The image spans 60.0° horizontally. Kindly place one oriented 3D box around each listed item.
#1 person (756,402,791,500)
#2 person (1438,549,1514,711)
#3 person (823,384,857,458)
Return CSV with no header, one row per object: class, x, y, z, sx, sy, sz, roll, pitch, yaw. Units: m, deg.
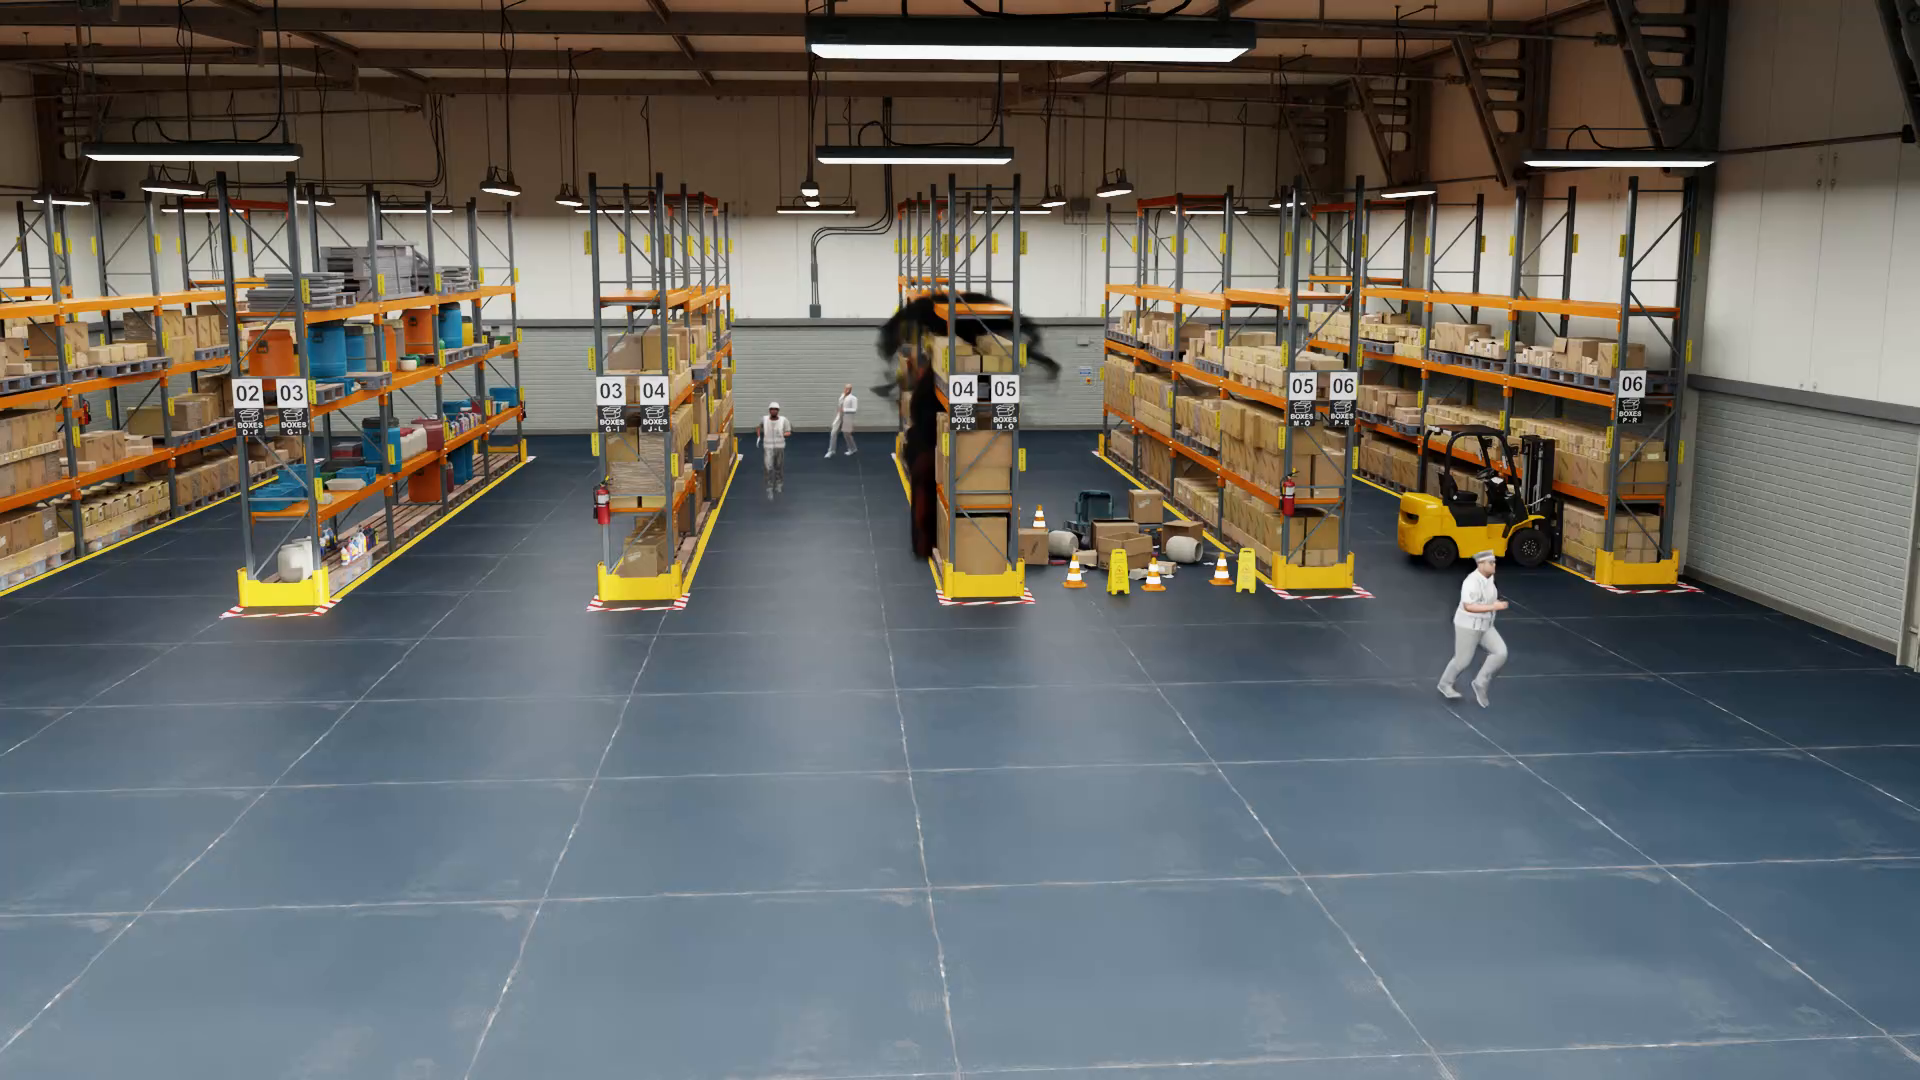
person,-3.583,-1.741,32.018,0.669,1.849,0.821,-1,10,-7
person,5.678,0.966,18.233,0.687,1.824,0.869,-9,14,-42
person,-2.745,-2.839,39.541,0.725,1.731,1.092,7,12,35
